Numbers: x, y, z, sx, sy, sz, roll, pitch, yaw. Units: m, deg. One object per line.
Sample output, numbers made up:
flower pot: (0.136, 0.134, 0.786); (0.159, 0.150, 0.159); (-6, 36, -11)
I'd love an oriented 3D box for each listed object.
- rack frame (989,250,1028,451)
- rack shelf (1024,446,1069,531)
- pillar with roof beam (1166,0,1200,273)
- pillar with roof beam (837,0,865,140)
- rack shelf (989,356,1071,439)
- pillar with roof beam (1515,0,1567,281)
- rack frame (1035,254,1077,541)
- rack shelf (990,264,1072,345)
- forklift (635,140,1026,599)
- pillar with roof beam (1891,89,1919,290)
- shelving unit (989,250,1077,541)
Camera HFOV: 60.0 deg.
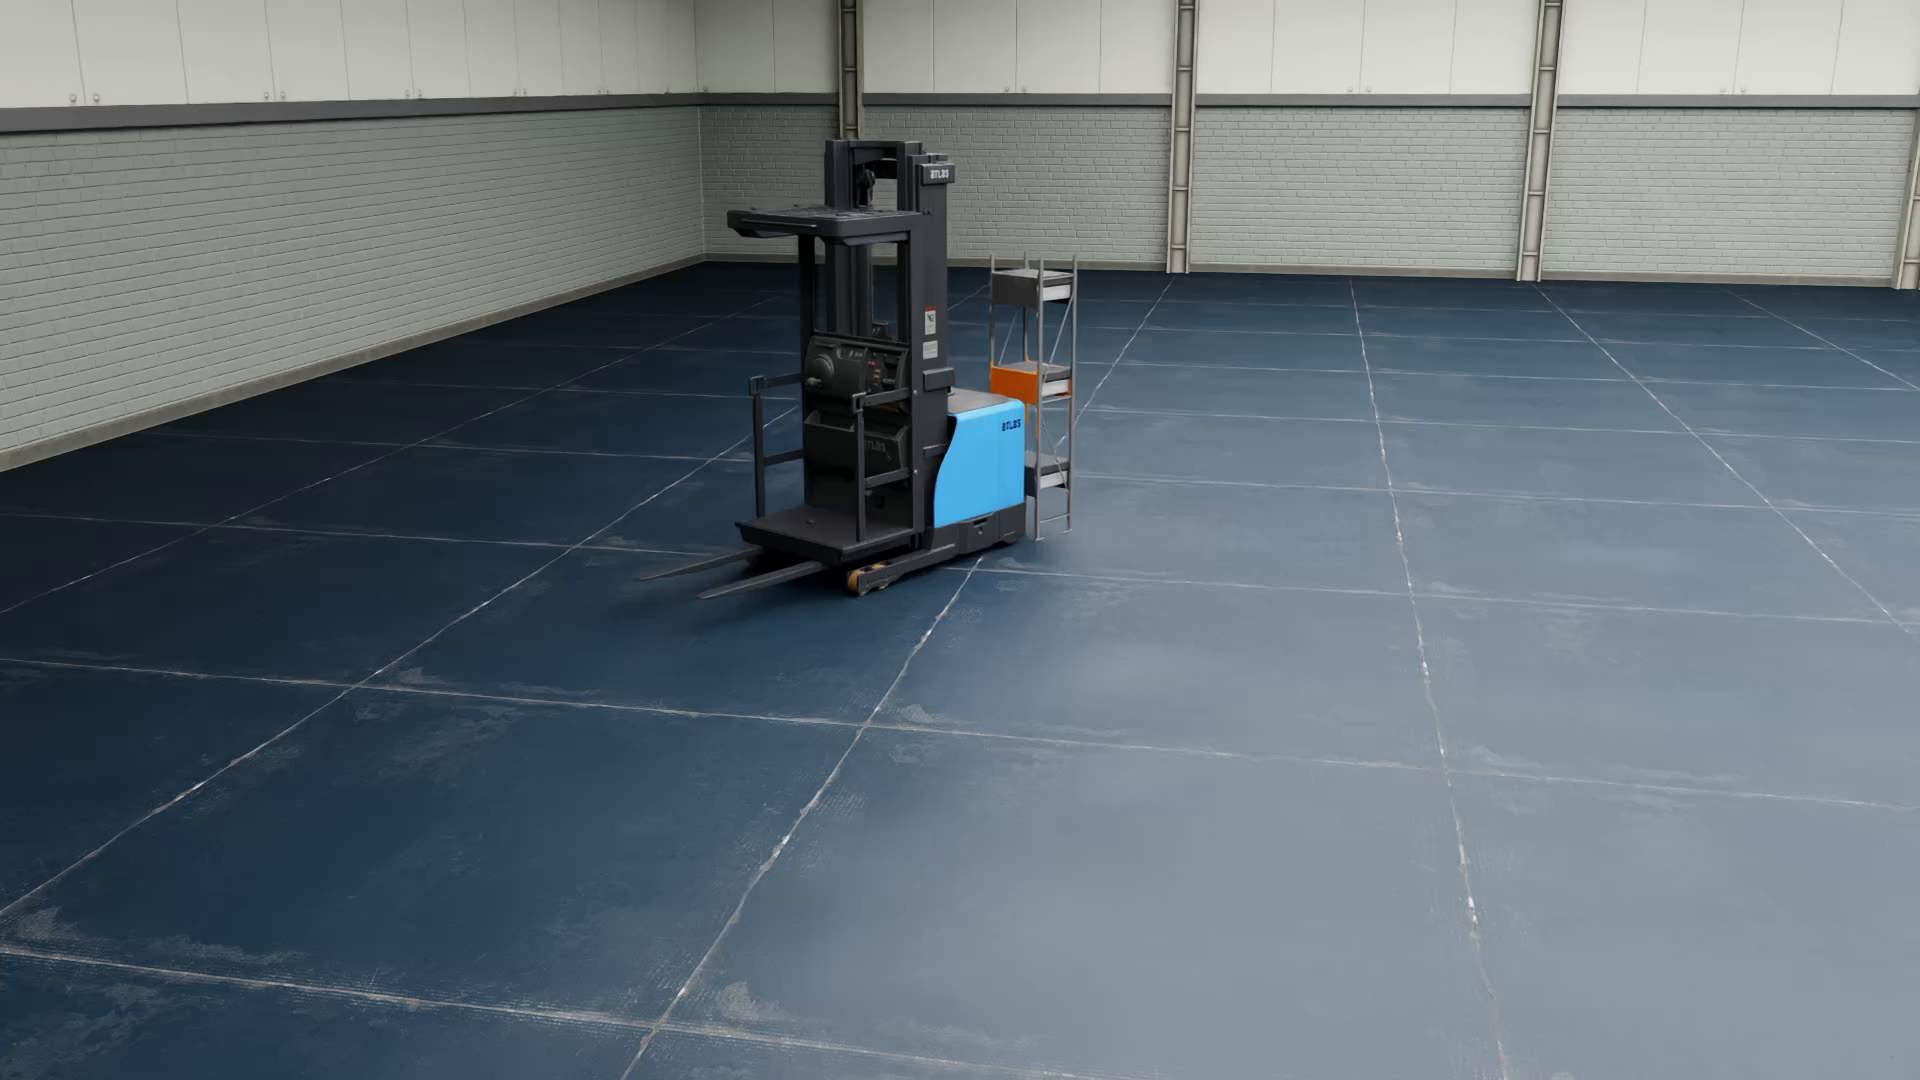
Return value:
rack frame: (0.367, -1.133, 12.650); (0.400, 2.100, 0.015); (-15, 21, -43)
rack shelf: (0.539, -0.400, 12.674); (0.431, 0.518, 0.480); (-15, 21, -43)
pillar with roof beam: (3.056, -8.019, 24.585); (0.400, 9.000, 9.100); (3, 16, 11)
pillar with roof beam: (-2.824, -8.338, 25.737); (0.400, 9.000, 9.100); (3, 16, 11)
rack shelf: (0.539, -1.074, 12.487); (0.431, 0.518, 0.480); (-15, 21, -43)
pillar with roof beam: (8.936, -7.700, 23.432); (0.400, 9.000, 9.100); (3, 16, 11)
rack frame: (0.711, -1.041, 12.317); (0.400, 2.100, 0.015); (-15, 21, -43)
rack shelf: (0.539, -1.749, 12.301); (0.431, 0.518, 0.480); (-15, 21, -43)
forklift: (-0.860, -1.195, 11.317); (1.130, 2.935, 3.031); (13, 20, 39)
pillar with roof beam: (14.815, -7.381, 22.280); (0.400, 9.000, 9.100); (3, 16, 11)
shelving unit: (0.539, -1.087, 12.484); (0.431, 2.100, 0.503); (-15, 21, -43)
